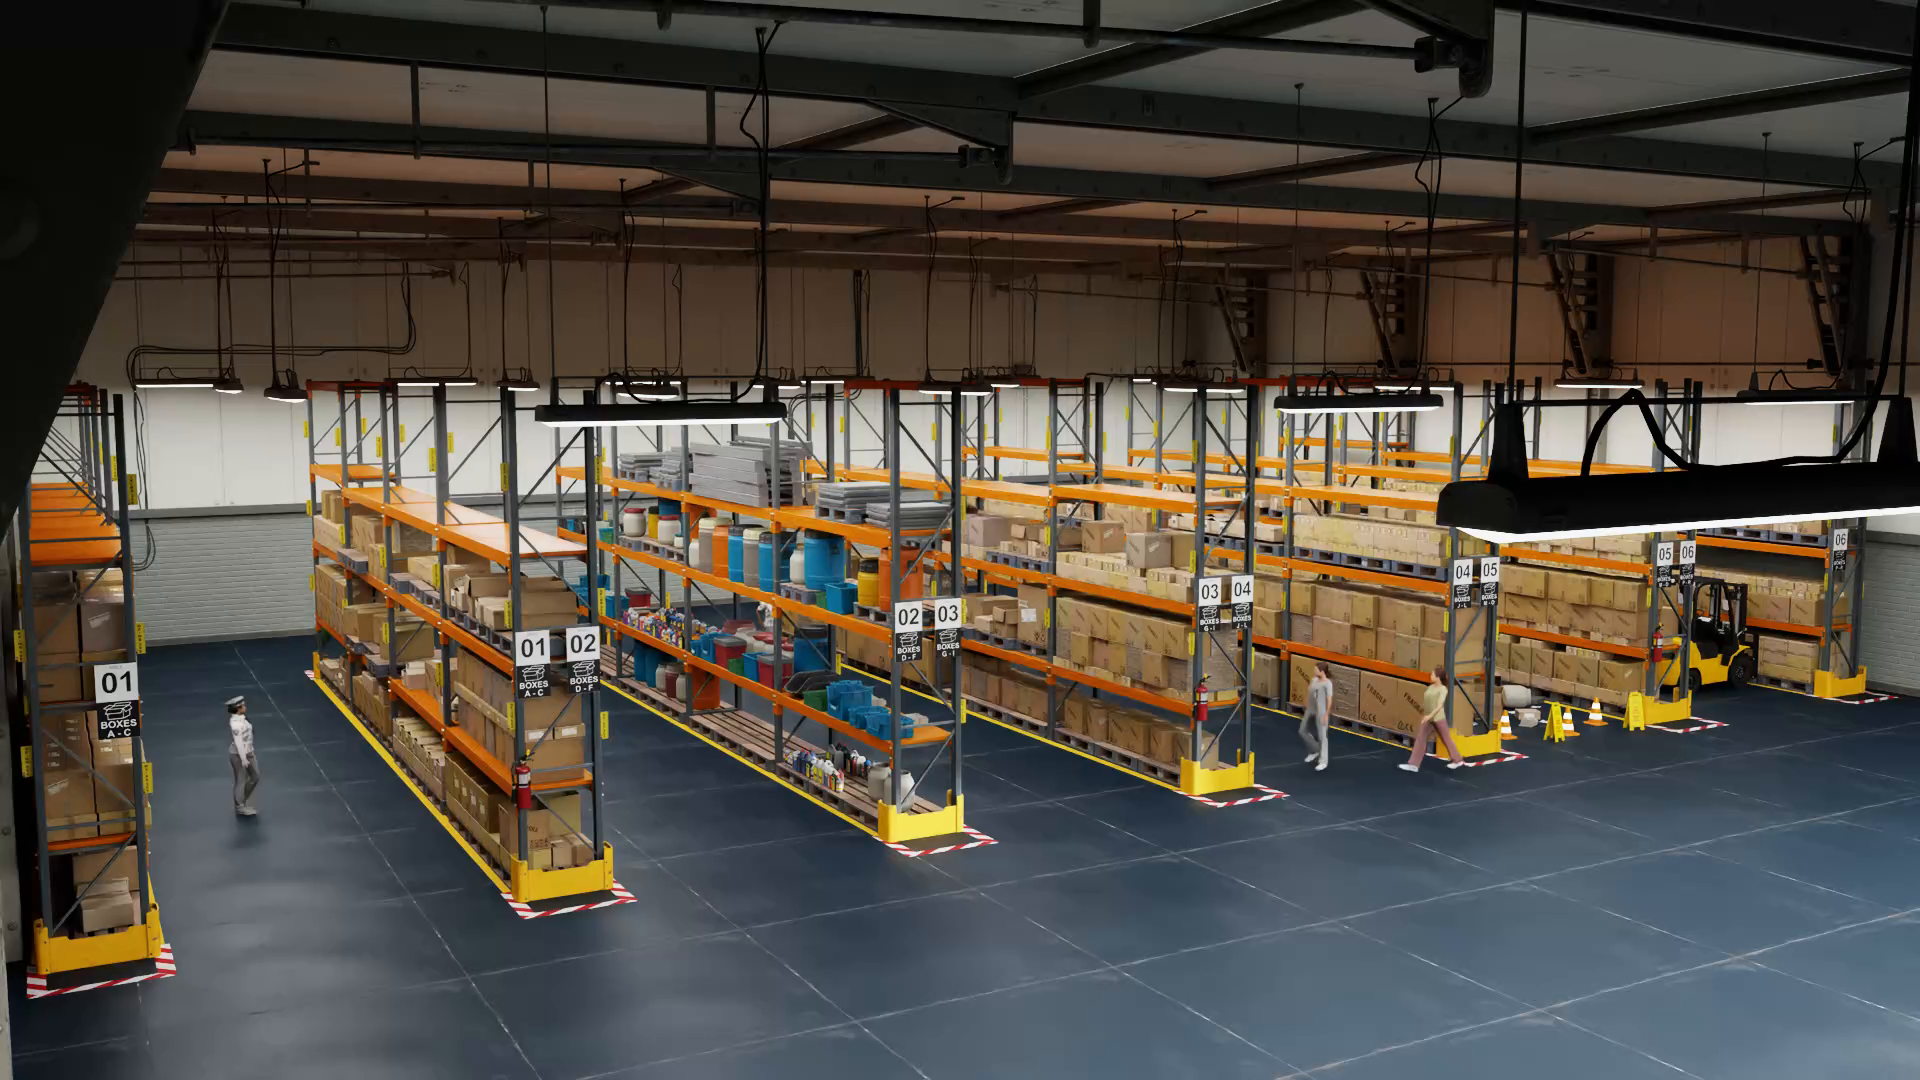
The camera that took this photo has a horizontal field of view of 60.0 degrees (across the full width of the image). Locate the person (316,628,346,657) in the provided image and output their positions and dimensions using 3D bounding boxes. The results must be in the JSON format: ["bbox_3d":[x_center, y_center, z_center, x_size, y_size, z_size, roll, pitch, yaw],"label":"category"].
[{"bbox_3d":[-13.296,1.687,35.502,1.056,1.742,0.604,2,7,22],"label":"person"}]

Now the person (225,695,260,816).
[{"bbox_3d":[-10.081,3.028,23.361,0.375,1.706,0.530,0,6,-2],"label":"person"}]

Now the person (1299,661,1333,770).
[{"bbox_3d":[5.600,2.720,26.068,0.492,1.677,0.536,-5,8,-41],"label":"person"}]

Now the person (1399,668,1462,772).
[{"bbox_3d":[7.330,2.782,25.799,1.042,1.605,0.492,-2,7,-21],"label":"person"}]

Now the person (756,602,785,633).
[{"bbox_3d":[-3.883,1.794,34.610,0.627,1.647,1.028,-3,7,-29],"label":"person"}]
